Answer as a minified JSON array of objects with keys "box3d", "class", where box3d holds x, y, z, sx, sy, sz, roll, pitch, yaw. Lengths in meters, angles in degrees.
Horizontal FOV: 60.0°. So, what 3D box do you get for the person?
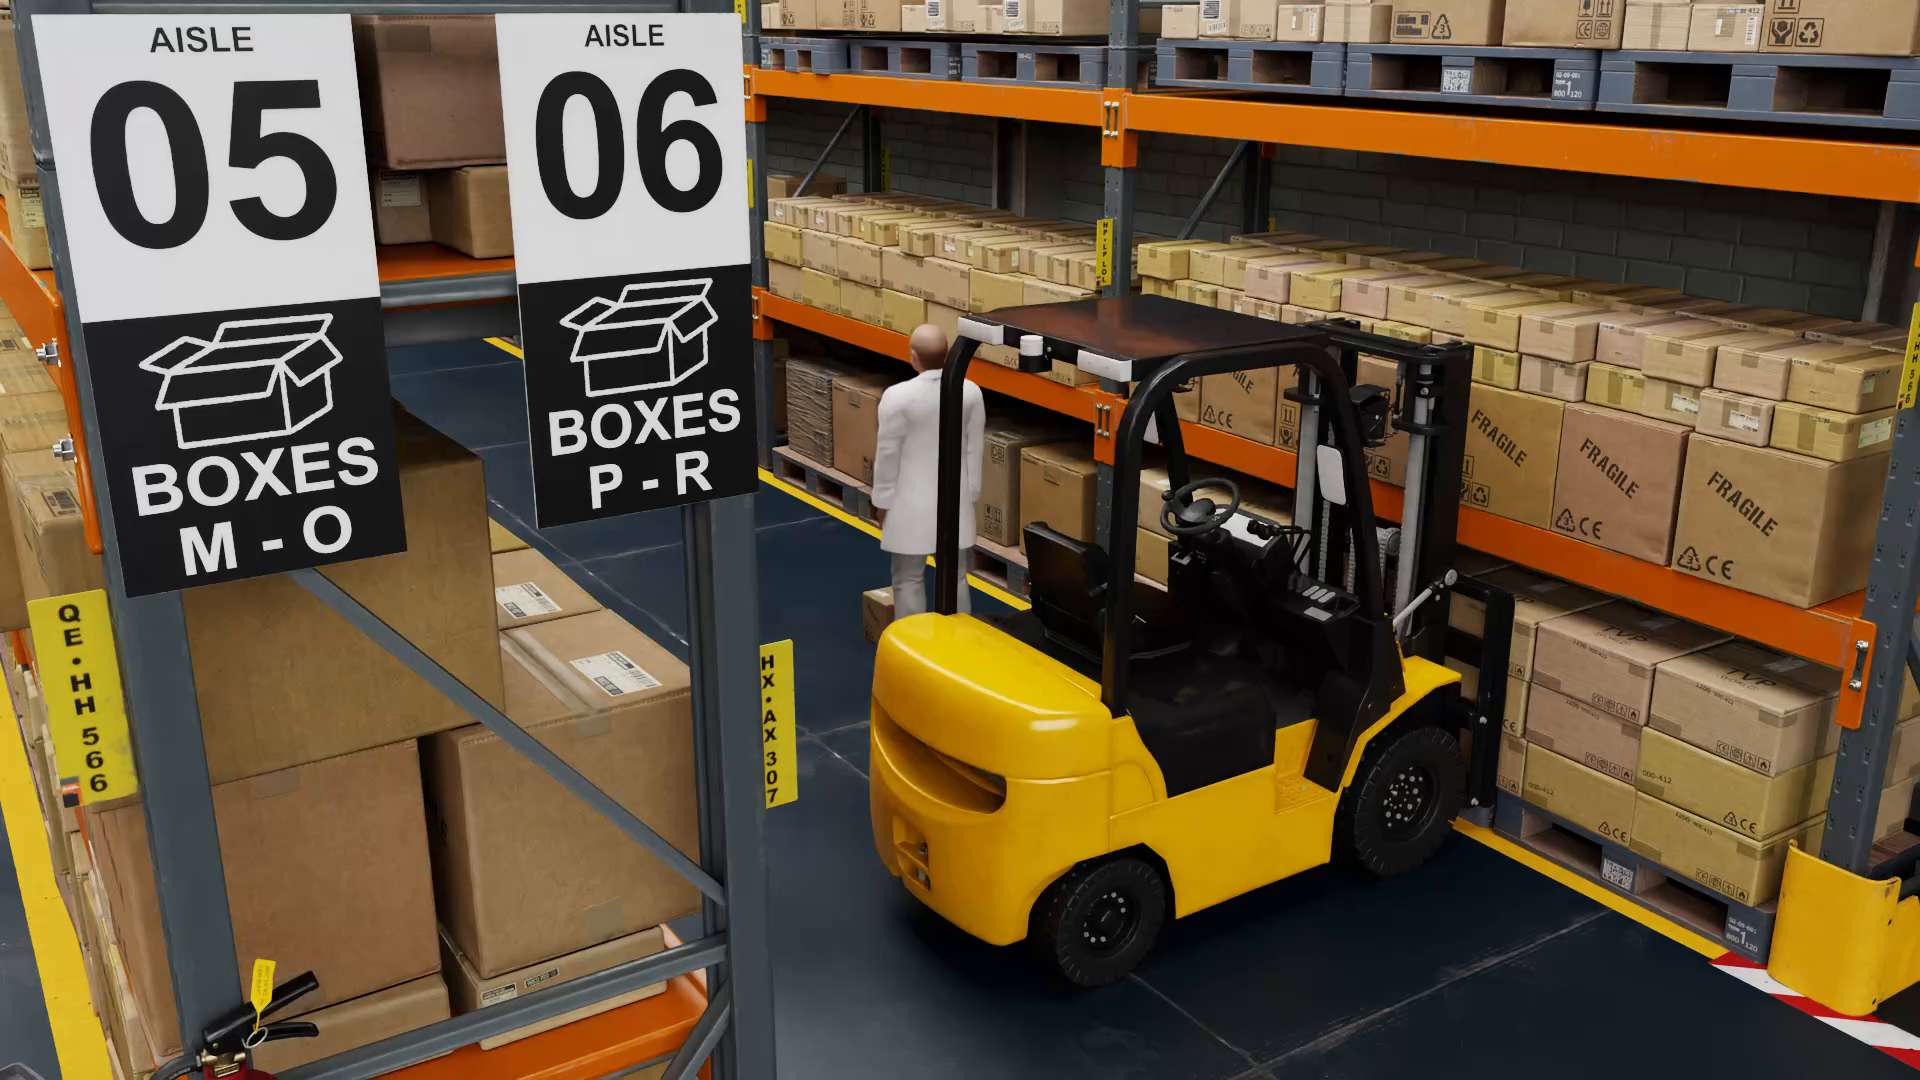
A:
[{"box3d":[-0.165,-0.179,8.134,0.561,1.781,0.380,-7,19,-21],"class":"person"}]
